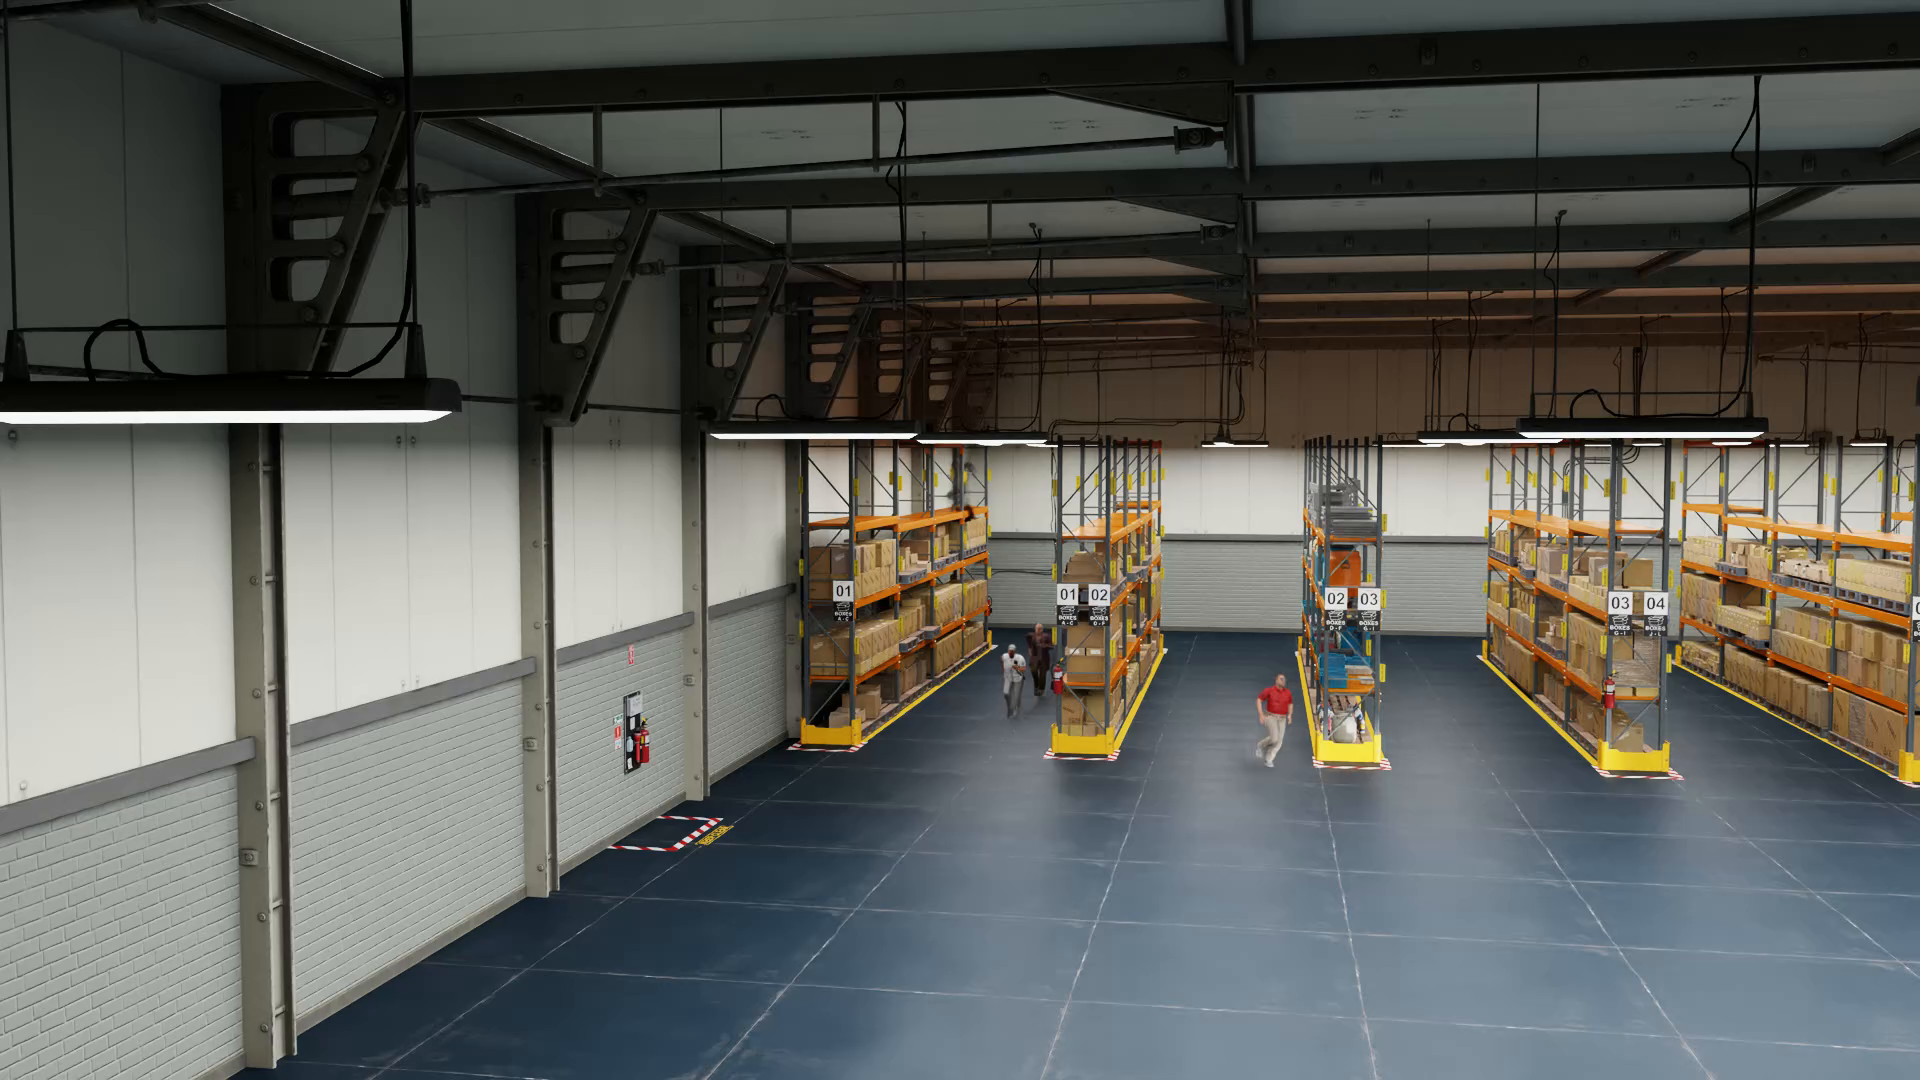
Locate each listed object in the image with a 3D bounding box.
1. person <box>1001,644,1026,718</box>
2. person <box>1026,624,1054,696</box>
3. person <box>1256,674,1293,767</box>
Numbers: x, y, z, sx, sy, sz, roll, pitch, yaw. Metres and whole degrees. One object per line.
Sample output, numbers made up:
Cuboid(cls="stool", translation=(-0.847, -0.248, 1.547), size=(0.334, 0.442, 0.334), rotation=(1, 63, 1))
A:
Cuboid(cls="person", translation=(1.135, 2.991, 35.372), size=(0.593, 1.591, 0.848), rotation=(1, 3, 12))
Cuboid(cls="person", translation=(1.836, 2.768, 38.448), size=(0.690, 1.706, 0.955), rotation=(0, 3, 9))
Cuboid(cls="person", translation=(5.762, 3.265, 30.171), size=(0.699, 1.650, 0.550), rotation=(-1, 3, -18))
